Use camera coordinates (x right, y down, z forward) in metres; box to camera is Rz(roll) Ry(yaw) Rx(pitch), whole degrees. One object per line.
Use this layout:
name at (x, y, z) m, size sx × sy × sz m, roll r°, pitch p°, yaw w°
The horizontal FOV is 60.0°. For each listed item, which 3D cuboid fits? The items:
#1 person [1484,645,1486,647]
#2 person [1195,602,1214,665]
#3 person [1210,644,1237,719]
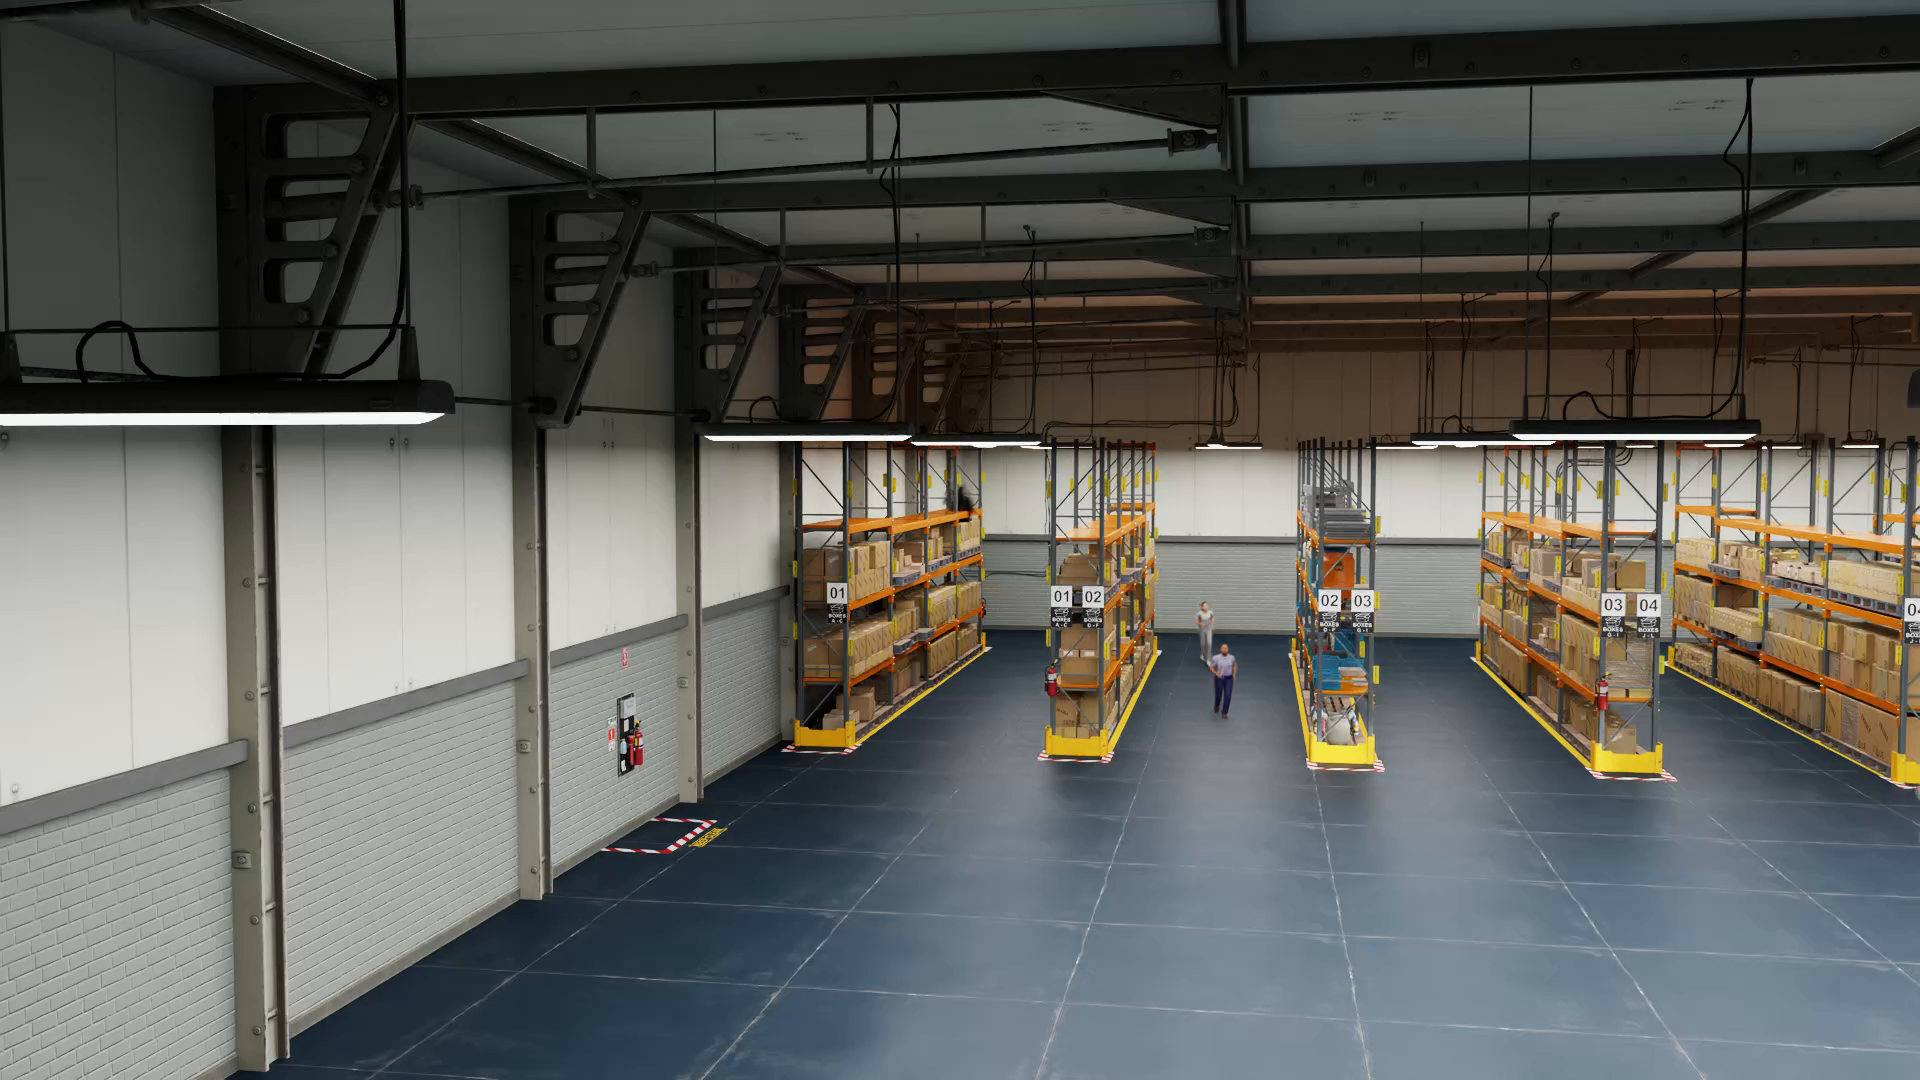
person at (15.112, 2.432, 46.632) m, size 0.864 × 1.696 × 0.635 m, roll 1°, pitch 3°, yaw 21°
person at (6.631, 2.509, 45.109) m, size 0.550 × 1.696 × 0.924 m, roll 0°, pitch 3°, yaw -1°
person at (5.685, 3.031, 35.831) m, size 0.600 × 1.593 × 0.601 m, roll 0°, pitch 3°, yaw -1°
